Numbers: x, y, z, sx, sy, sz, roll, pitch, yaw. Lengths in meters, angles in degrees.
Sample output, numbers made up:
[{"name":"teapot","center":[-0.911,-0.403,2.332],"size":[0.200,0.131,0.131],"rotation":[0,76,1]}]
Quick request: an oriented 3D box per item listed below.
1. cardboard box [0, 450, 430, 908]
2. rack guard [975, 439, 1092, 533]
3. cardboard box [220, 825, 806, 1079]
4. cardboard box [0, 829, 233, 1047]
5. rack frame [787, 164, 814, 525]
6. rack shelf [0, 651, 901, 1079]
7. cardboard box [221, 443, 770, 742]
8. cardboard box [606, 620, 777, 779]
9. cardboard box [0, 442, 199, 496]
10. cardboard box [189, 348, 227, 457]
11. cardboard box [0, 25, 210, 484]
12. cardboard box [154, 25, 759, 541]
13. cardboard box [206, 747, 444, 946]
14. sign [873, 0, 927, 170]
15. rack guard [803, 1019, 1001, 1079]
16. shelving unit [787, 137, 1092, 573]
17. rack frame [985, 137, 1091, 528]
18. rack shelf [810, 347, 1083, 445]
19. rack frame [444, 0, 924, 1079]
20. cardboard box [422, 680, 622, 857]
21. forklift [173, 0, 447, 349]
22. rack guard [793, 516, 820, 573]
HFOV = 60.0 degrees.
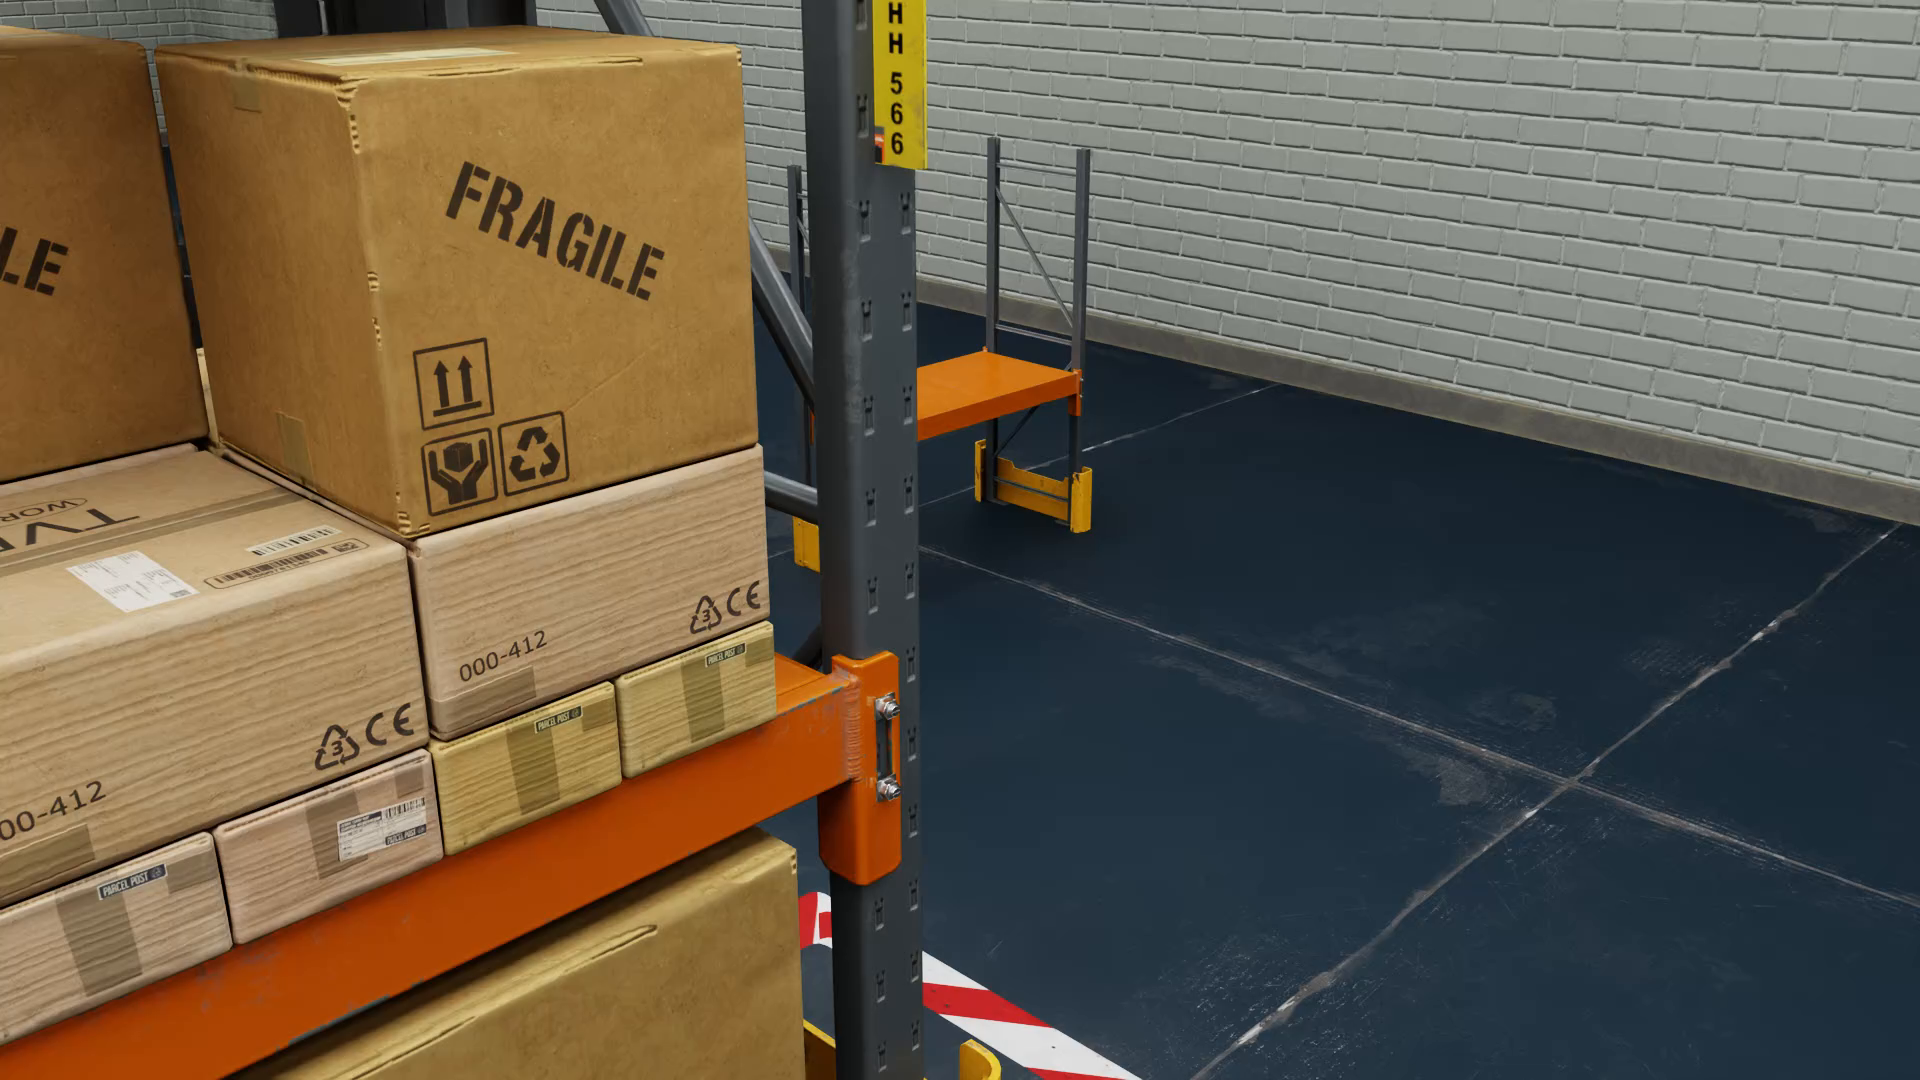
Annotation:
[{"name":"cardboard box","center":[-0.961,0.124,1.865],"size":[0.500,0.250,0.500],"rotation":[19,28,40]},{"name":"rack guard","center":[0.294,-0.225,6.812],"size":[0.587,0.250,0.087],"rotation":[19,28,41]},{"name":"cardboard box","center":[-0.848,0.852,2.553],"size":[0.875,0.875,0.875],"rotation":[19,28,41]},{"name":"cardboard box","center":[-1.003,0.359,1.810],"size":[0.250,0.149,0.380],"rotation":[-20,28,-41]},{"name":"rack frame","center":[-0.414,-0.547,5.908],"size":[0.500,1.500,0.032],"rotation":[19,28,41]},{"name":"rack shelf","center":[-1.854,0.722,1.518],"size":[1.077,0.370,4.000],"rotation":[19,28,41]},{"name":"cardboard box","center":[-0.607,-0.006,2.204],"size":[0.500,0.250,0.500],"rotation":[19,28,40]},{"name":"cardboard box","center":[-0.471,0.163,2.319],"size":[0.250,0.149,0.380],"rotation":[-20,28,-41]},{"name":"cardboard box","center":[-1.345,-0.006,2.203],"size":[0.500,0.250,0.500],"rotation":[19,28,40]},{"name":"cardboard box","center":[-0.987,-0.141,2.555],"size":[0.500,0.250,0.500],"rotation":[18,28,39]},{"name":"cardboard box","center":[-1.336,-0.363,2.086],"size":[0.500,0.500,0.500],"rotation":[18,28,39]},{"name":"cardboard box","center":[-0.610,-0.356,2.069],"size":[0.500,0.500,0.500],"rotation":[20,29,41]},{"name":"cardboard box","center":[-0.828,0.295,1.976],"size":[0.380,0.149,0.250],"rotation":[19,28,41]},{"name":"sign","center":[-0.080,-0.640,2.114],"size":[0.100,0.325,0.005],"rotation":[19,28,41]},{"name":"rack guard","center":[-0.442,1.033,3.191],"size":[1.175,0.500,0.348],"rotation":[19,28,41]},{"name":"shelving unit","center":[-0.053,-0.680,6.254],"size":[0.587,1.500,1.083],"rotation":[19,28,41]},{"name":"rack frame","center":[0.295,-0.809,6.588],"size":[0.500,1.500,0.032],"rotation":[19,28,41]},{"name":"rack shelf","center":[-0.060,-0.510,6.313],"size":[0.538,0.185,1.000],"rotation":[19,28,41]},{"name":"rack frame","center":[-0.459,-0.128,2.727],"size":[1.000,3.000,0.127],"rotation":[19,28,41]},{"name":"cardboard box","center":[-0.651,0.230,2.145],"size":[0.380,0.149,0.250],"rotation":[20,28,41]},{"name":"forklift","center":[-2.273,-1.076,5.289],"size":[3.031,2.935,1.130],"rotation":[-7,22,-17]},{"name":"rack guard","center":[-0.401,0.031,6.146],"size":[0.587,0.250,0.087],"rotation":[19,28,41]}]
